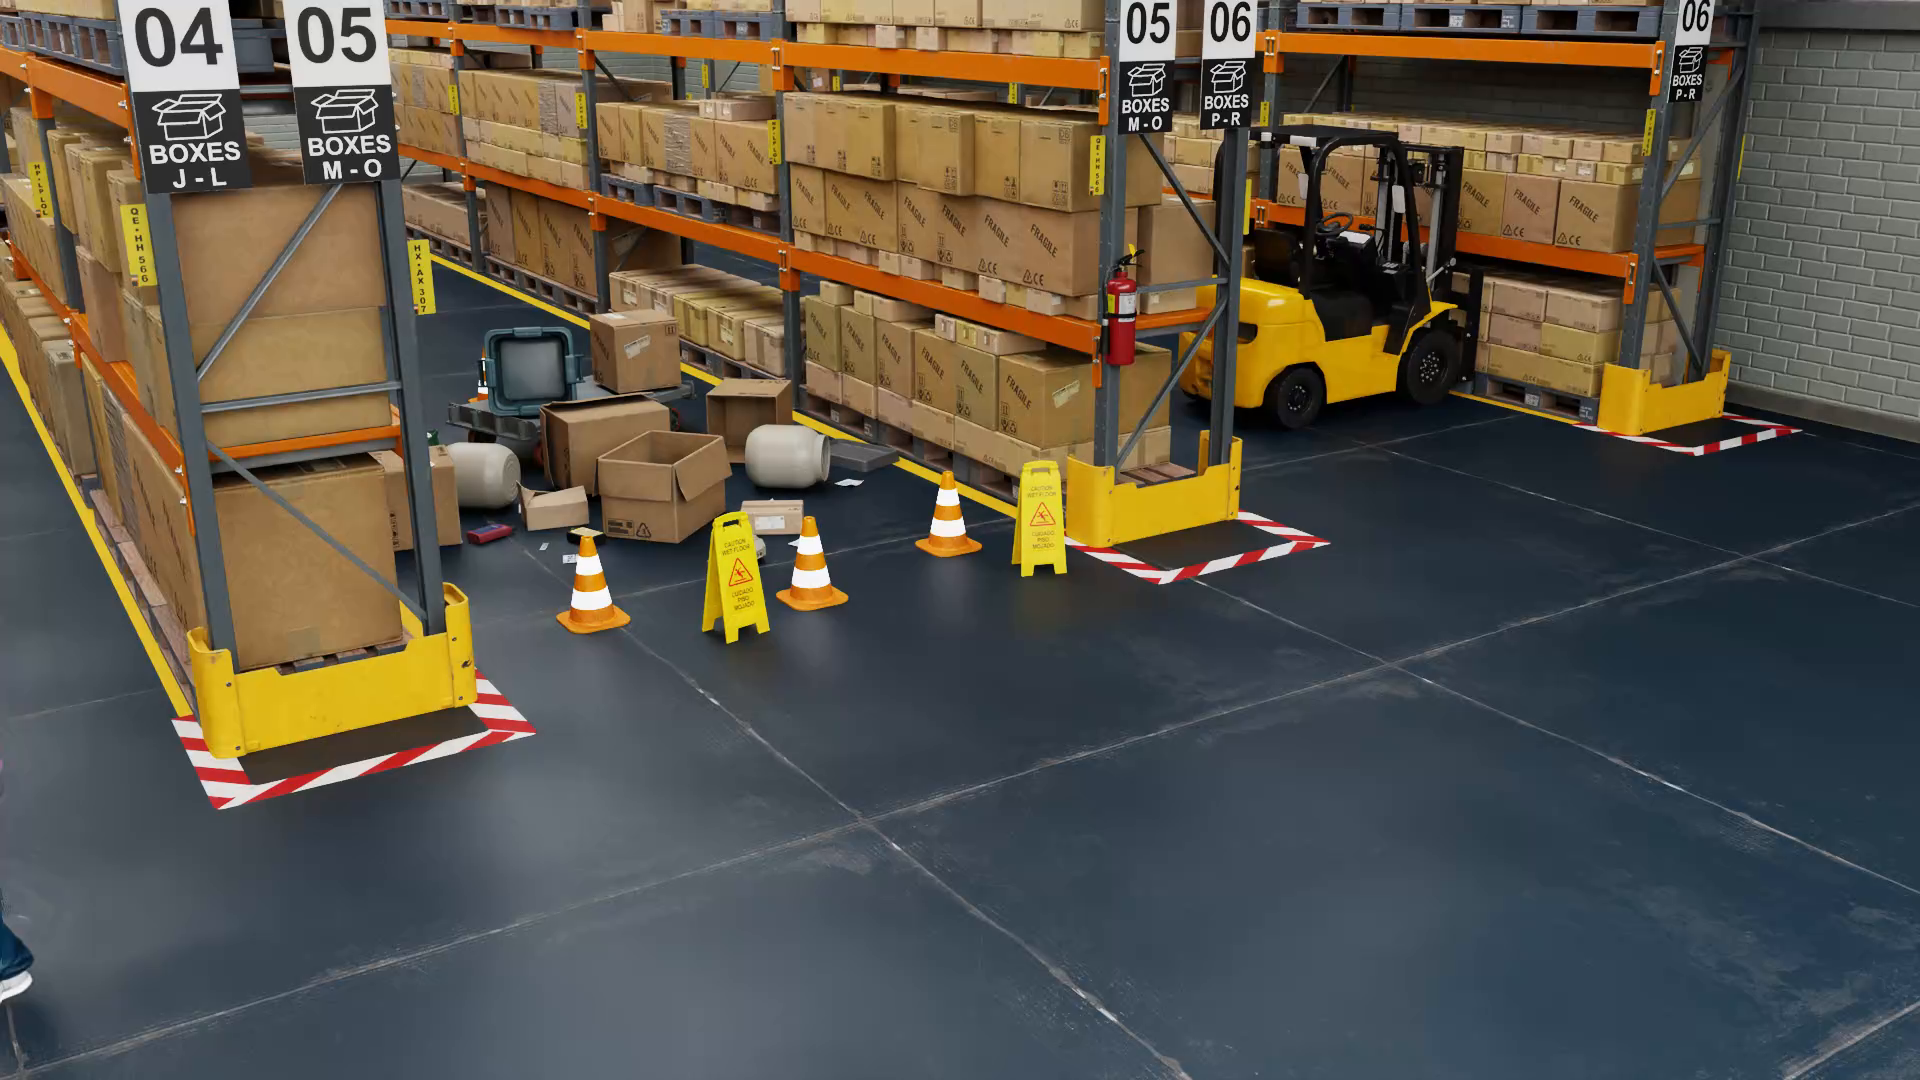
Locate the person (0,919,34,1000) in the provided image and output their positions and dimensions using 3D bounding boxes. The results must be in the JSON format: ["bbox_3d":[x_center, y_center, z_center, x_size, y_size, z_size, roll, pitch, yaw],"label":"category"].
[{"bbox_3d":[-3.416,0.821,5.064,0.821,1.574,0.422,-12,22,-31],"label":"person"}]
